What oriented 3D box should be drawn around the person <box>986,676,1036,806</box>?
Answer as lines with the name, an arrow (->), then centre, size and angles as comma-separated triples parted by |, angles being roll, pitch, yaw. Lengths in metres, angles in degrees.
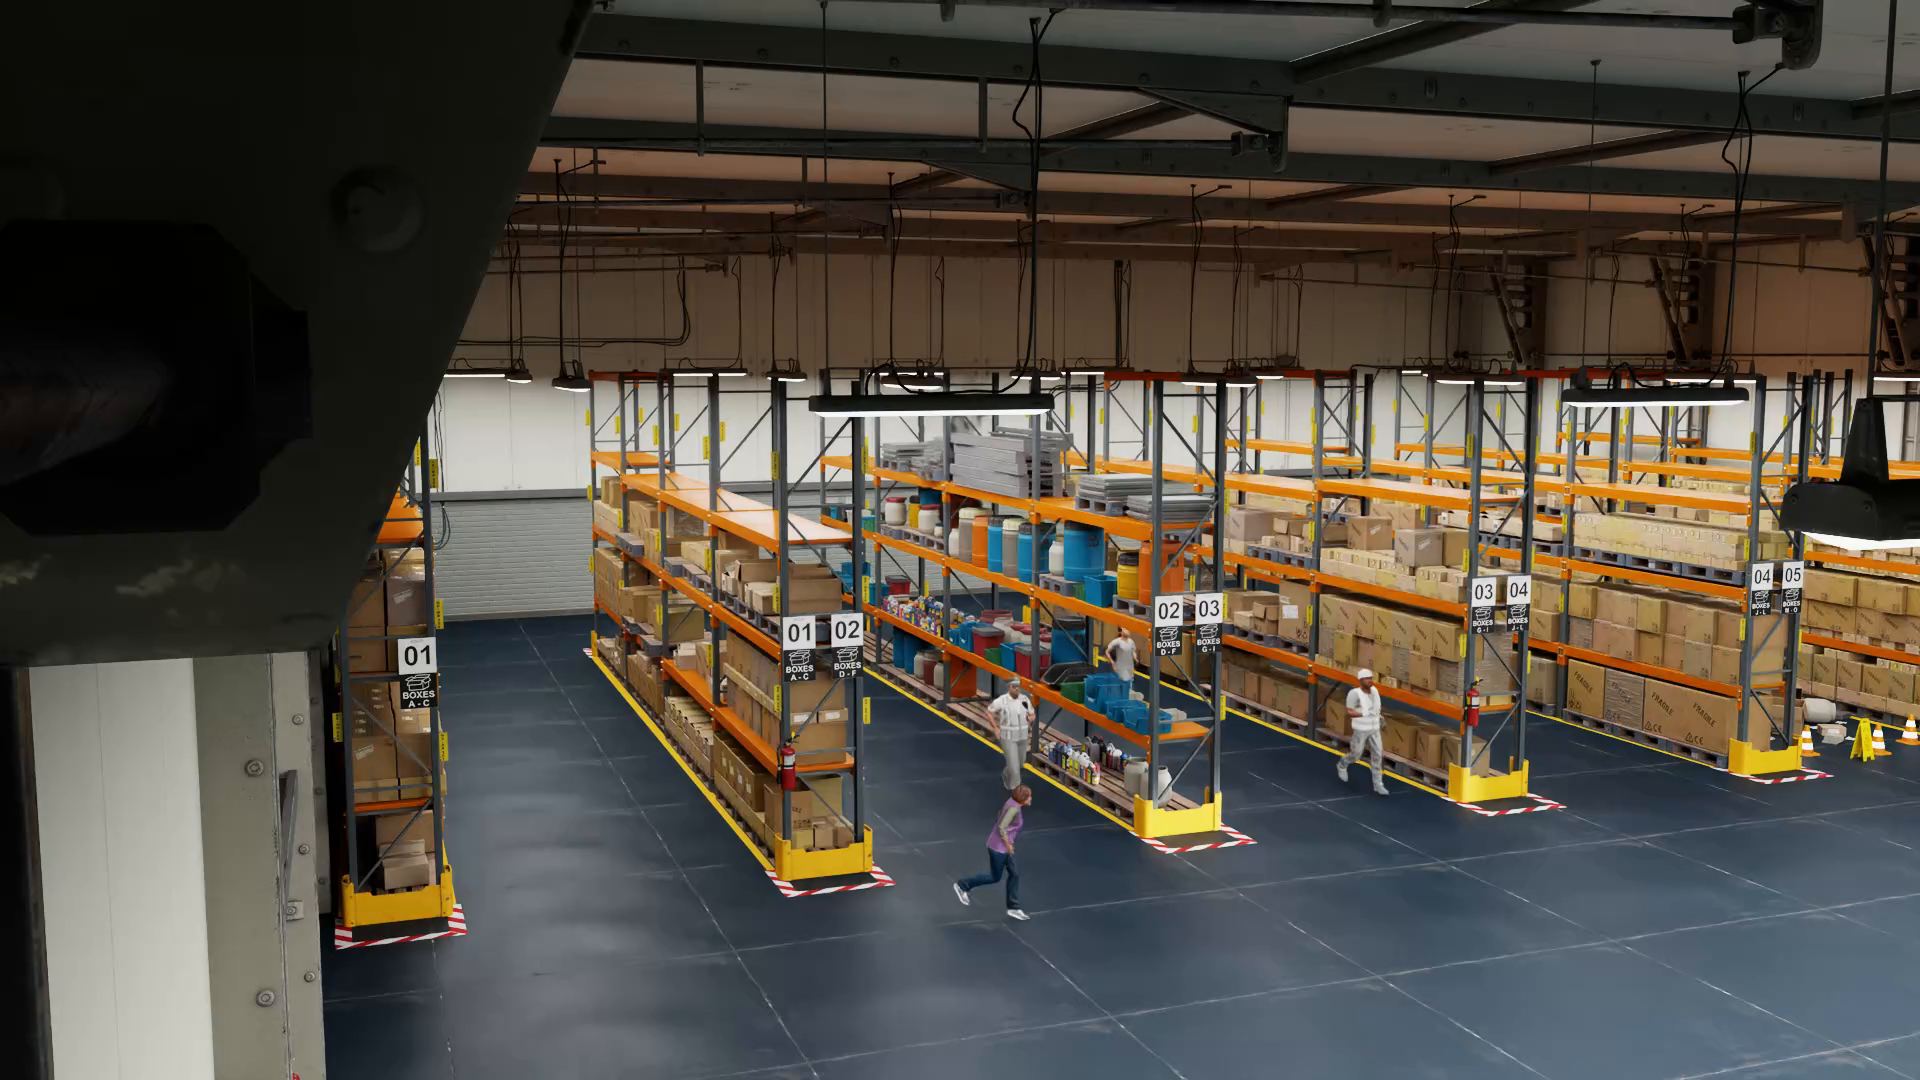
person -> 0.765, 2.795, 23.618 | 0.663, 1.766, 0.990 | -3, 7, -27

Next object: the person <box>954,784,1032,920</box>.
person -> 0.369, 3.507, 18.724 | 0.876, 1.550, 0.552 | 0, 6, 0

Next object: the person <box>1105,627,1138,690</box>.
person -> 2.893, 2.272, 29.079 | 0.550, 1.629, 0.565 | -5, 8, -35

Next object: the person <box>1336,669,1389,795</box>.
person -> 5.873, 2.740, 24.118 | 0.694, 1.759, 0.979 | -3, 7, -25
